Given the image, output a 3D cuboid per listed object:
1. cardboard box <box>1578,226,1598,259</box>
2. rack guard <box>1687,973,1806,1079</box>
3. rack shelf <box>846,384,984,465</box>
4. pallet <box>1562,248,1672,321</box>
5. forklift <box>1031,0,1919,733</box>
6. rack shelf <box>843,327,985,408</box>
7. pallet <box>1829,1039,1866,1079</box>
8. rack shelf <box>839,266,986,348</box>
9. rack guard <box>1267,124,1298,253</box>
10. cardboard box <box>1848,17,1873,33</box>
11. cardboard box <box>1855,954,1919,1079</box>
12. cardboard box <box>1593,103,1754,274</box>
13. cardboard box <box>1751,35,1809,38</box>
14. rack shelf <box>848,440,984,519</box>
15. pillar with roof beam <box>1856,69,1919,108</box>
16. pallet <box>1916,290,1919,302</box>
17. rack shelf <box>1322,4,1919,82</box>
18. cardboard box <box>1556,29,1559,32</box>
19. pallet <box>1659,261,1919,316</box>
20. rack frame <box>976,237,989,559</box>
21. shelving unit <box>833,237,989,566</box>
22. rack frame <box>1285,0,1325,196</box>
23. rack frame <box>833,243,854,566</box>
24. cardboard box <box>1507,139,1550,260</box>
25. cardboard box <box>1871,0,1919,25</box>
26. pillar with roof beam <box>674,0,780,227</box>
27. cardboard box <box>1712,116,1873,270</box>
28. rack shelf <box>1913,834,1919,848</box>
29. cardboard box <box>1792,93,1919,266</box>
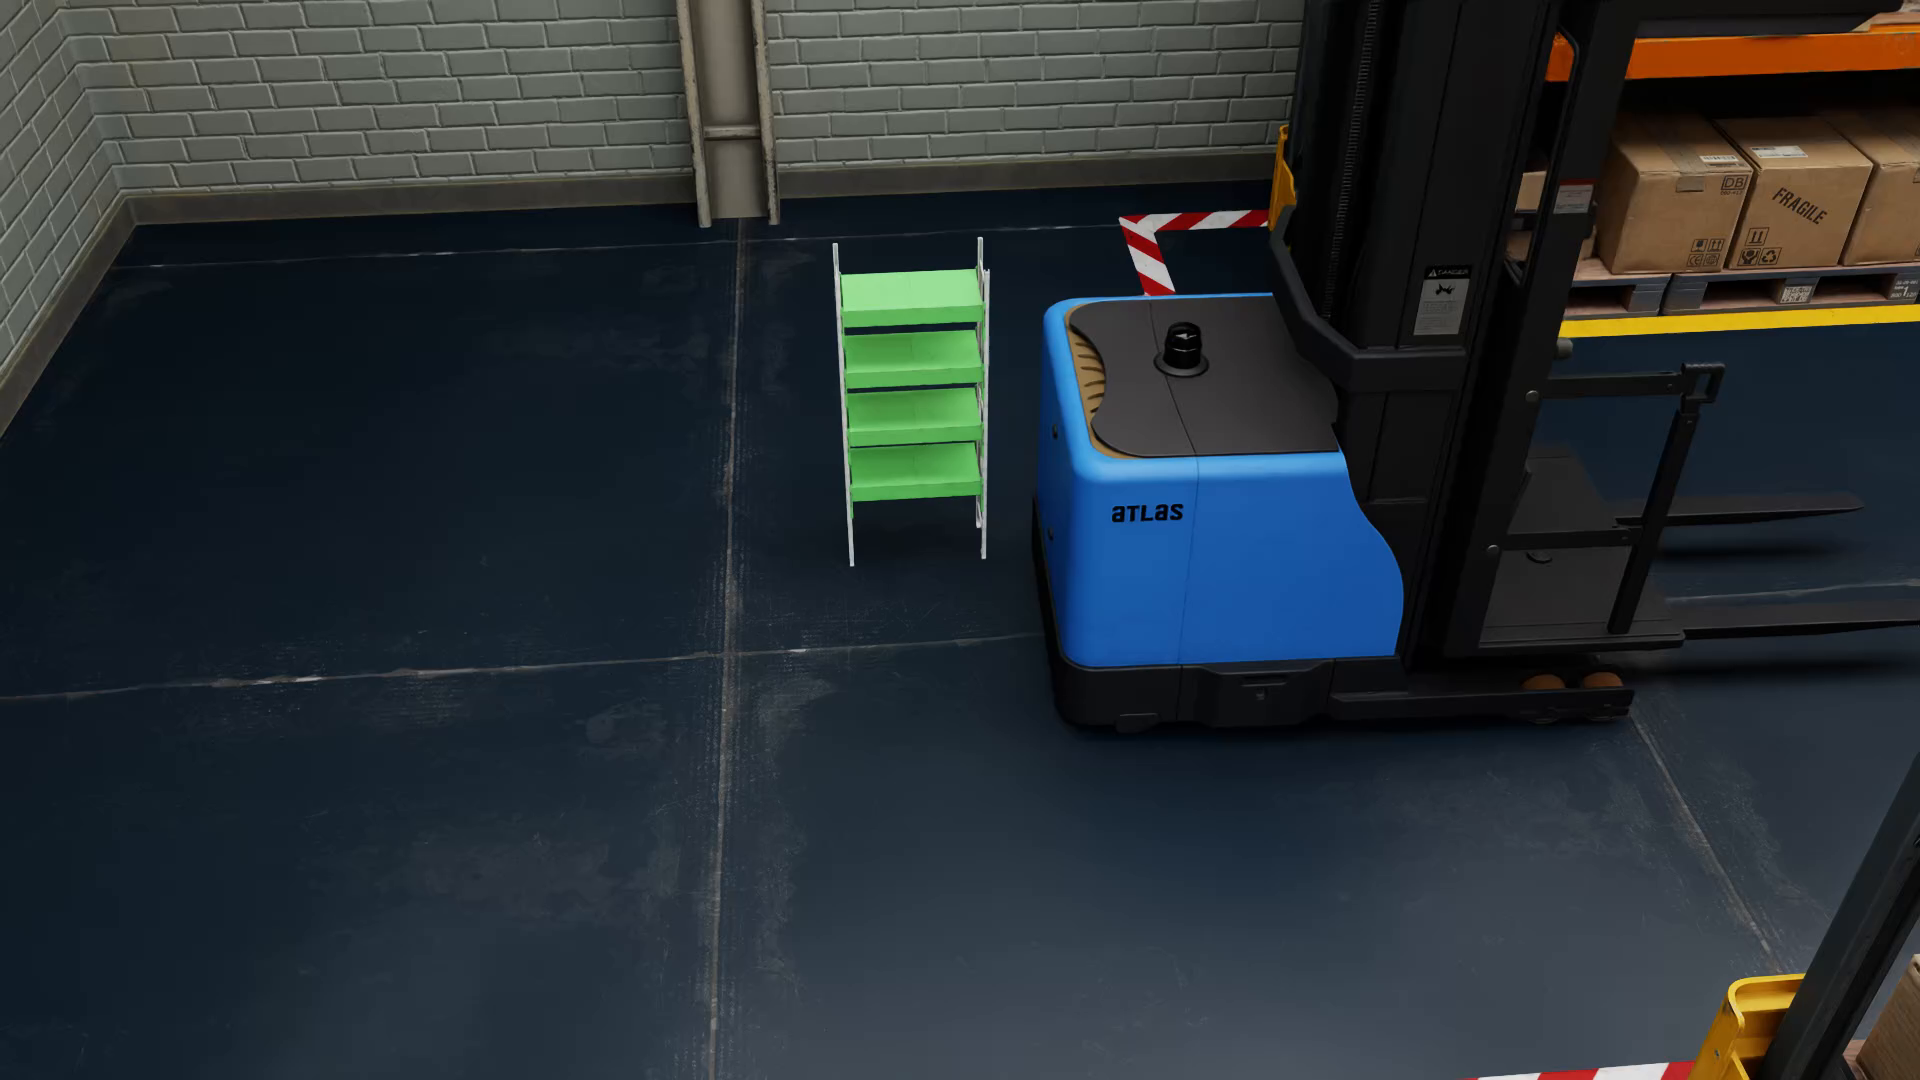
[{"bbox_3d":[2.706,-1.437,7.613,0.250,0.149,0.380,-5,39,-6],"label":"cardboard box"},{"bbox_3d":[2.082,1.628,3.784,0.348,0.500,1.175,-3,38,-4],"label":"rack guard"},{"bbox_3d":[-0.165,-0.412,5.906,0.480,0.148,0.258,-3,38,-4],"label":"rack shelf"},{"bbox_3d":[2.532,-1.371,7.817,1.213,0.211,1.003,-3,38,-4],"label":"pallet"},{"bbox_3d":[1.801,-0.873,4.990,3.031,2.935,1.130,-2,38,-3],"label":"forklift"},{"bbox_3d":[-0.165,-0.600,5.758,0.480,0.148,0.258,-3,38,-4],"label":"rack shelf"},{"bbox_3d":[2.895,1.648,3.992,1.213,0.211,1.003,-3,38,-4],"label":"pallet"},{"bbox_3d":[-0.165,-0.789,5.609,0.480,0.148,0.258,-3,38,-4],"label":"rack shelf"},{"bbox_3d":[1.738,-1.440,7.672,0.348,0.500,1.175,-3,38,-4],"label":"rack guard"},{"bbox_3d":[3.562,-2.235,6.863,0.250,0.149,0.380,-2,38,-3],"label":"cardboard box"},{"bbox_3d":[2.754,1.388,3.799,0.875,0.438,0.875,-4,38,-6],"label":"cardboard box"},{"bbox_3d":[3.135,-1.599,7.534,0.500,0.500,0.700,-2,38,-2],"label":"cardboard box"},{"bbox_3d":[3.302,-2.208,6.829,0.250,0.149,0.380,-4,38,-5],"label":"cardboard box"},{"bbox_3d":[-0.165,-0.223,6.055,0.480,0.148,0.258,-3,38,-4],"label":"rack shelf"},{"bbox_3d":[5.254,-2.854,2.602,0.400,9.000,9.100,-3,38,-4],"label":"pillar with roof beam"},{"bbox_3d":[4.962,-1.505,7.987,1.213,0.211,1.003,-3,38,-4],"label":"pallet"},{"bbox_3d":[3.654,-2.245,7.254,4.000,0.370,1.077,-3,38,-4],"label":"rack shelf"},{"bbox_3d":[2.522,-2.246,6.878,0.250,0.149,0.380,-4,38,-5],"label":"cardboard box"},{"bbox_3d":[3.744,-1.436,7.900,1.213,0.211,1.003,-3,38,-4],"label":"pallet"},{"bbox_3d":[0.078,-0.475,5.884,0.015,1.200,0.240,-3,38,-4],"label":"rack frame"},{"bbox_3d":[-0.165,-0.462,5.867,0.503,1.200,0.258,-3,38,-4],"label":"shelving unit"},{"bbox_3d":[1.662,-2.417,6.892,0.127,3.000,1.000,-3,38,-4],"label":"rack frame"},{"bbox_3d":[-0.408,-0.449,5.850,0.015,1.200,0.240,-3,38,-4],"label":"rack frame"},{"bbox_3d":[2.280,-1.577,7.504,0.637,0.503,0.797,-5,39,-6],"label":"cardboard box"},{"bbox_3d":[3.813,-2.291,6.935,0.250,0.149,0.380,-3,38,-4],"label":"cardboard box"},{"bbox_3d":[-0.722,-2.525,2.185,0.400,9.000,9.100,-3,38,-4],"label":"pillar with roof beam"},{"bbox_3d":[3.670,-1.566,7.492,0.500,0.500,0.500,-2,38,-3],"label":"cardboard box"},{"bbox_3d":[4.098,0.818,3.373,4.000,0.370,1.077,-3,38,-4],"label":"rack shelf"},{"bbox_3d":[4.169,-1.656,7.606,0.500,0.500,0.700,-5,38,-6],"label":"cardboard box"}]
